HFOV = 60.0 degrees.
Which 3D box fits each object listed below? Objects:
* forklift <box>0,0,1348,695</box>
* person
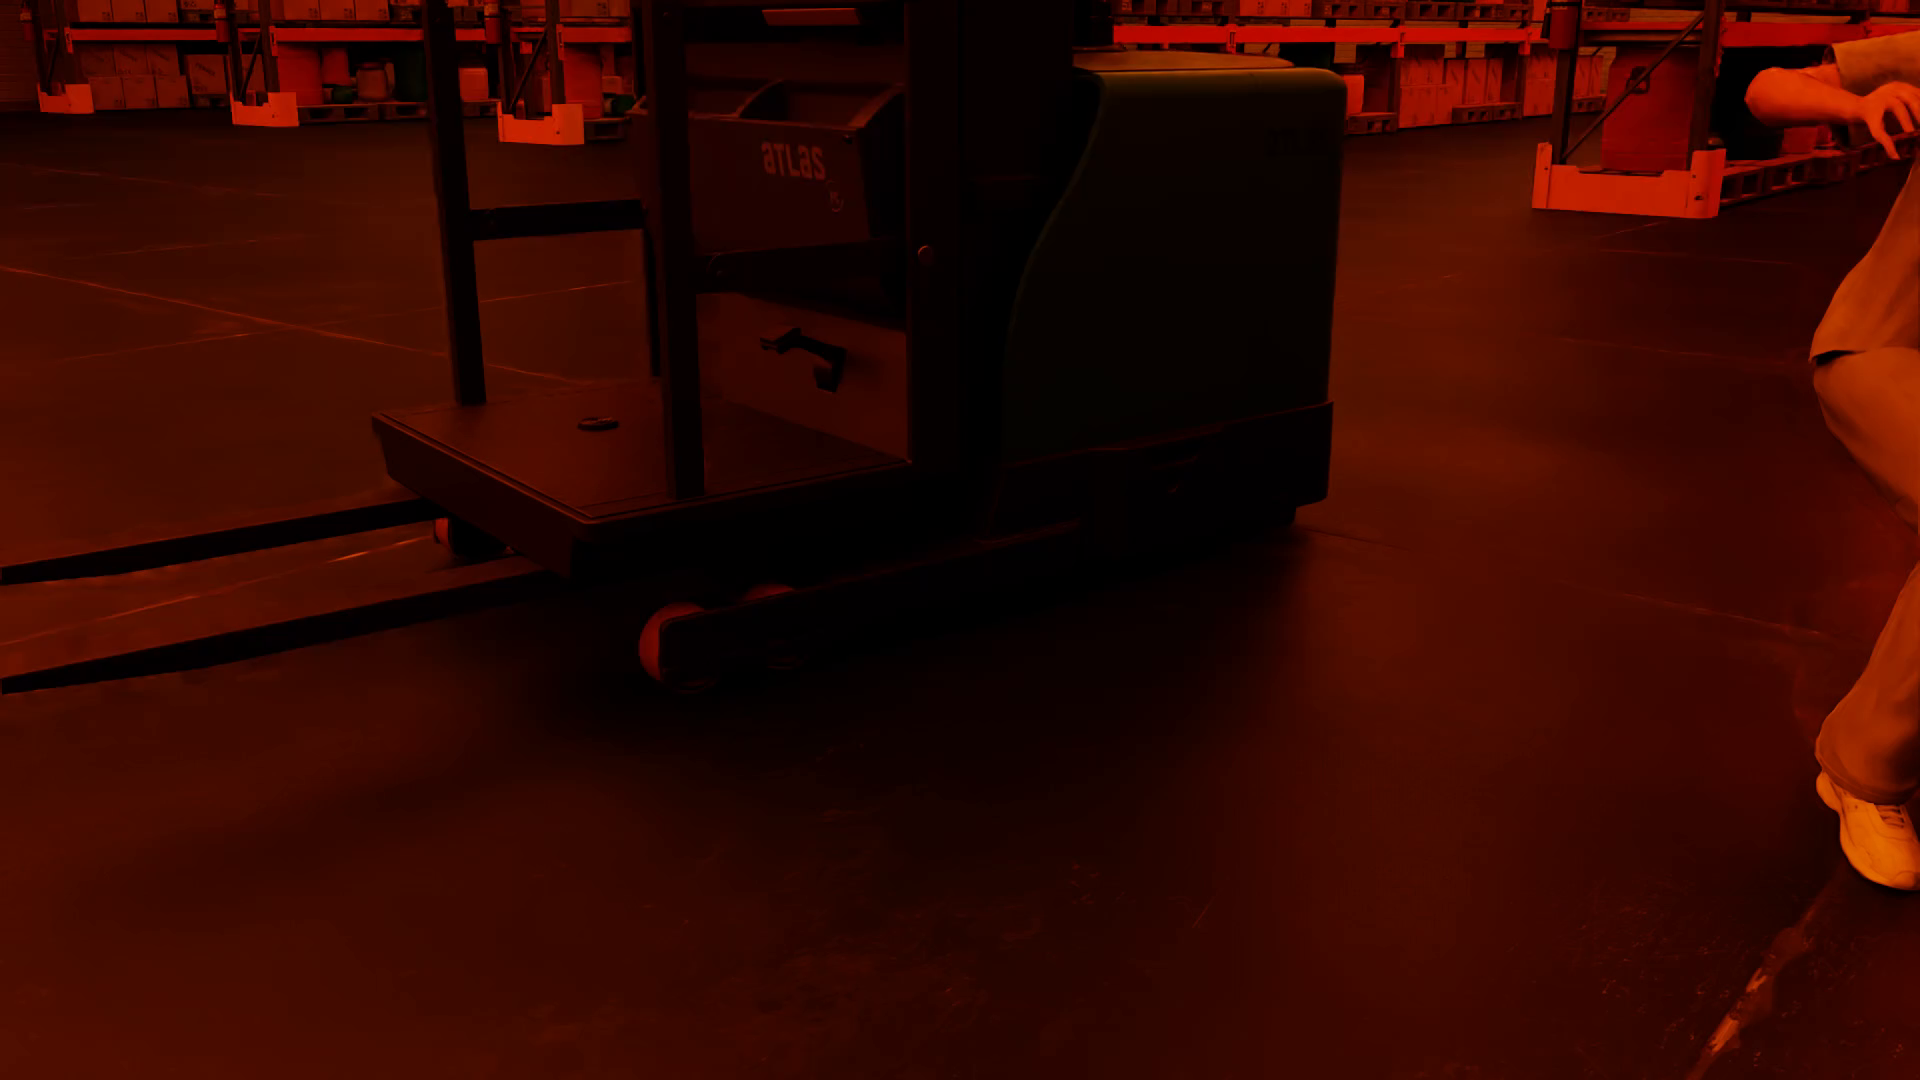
[{"bbox_3d":[-0.578,-1.296,3.164,3.031,2.935,1.130,-13,21,-36],"label":"forklift"},{"bbox_3d":[1.444,-0.199,2.224,0.686,1.380,0.877,1,17,3],"label":"person"}]
